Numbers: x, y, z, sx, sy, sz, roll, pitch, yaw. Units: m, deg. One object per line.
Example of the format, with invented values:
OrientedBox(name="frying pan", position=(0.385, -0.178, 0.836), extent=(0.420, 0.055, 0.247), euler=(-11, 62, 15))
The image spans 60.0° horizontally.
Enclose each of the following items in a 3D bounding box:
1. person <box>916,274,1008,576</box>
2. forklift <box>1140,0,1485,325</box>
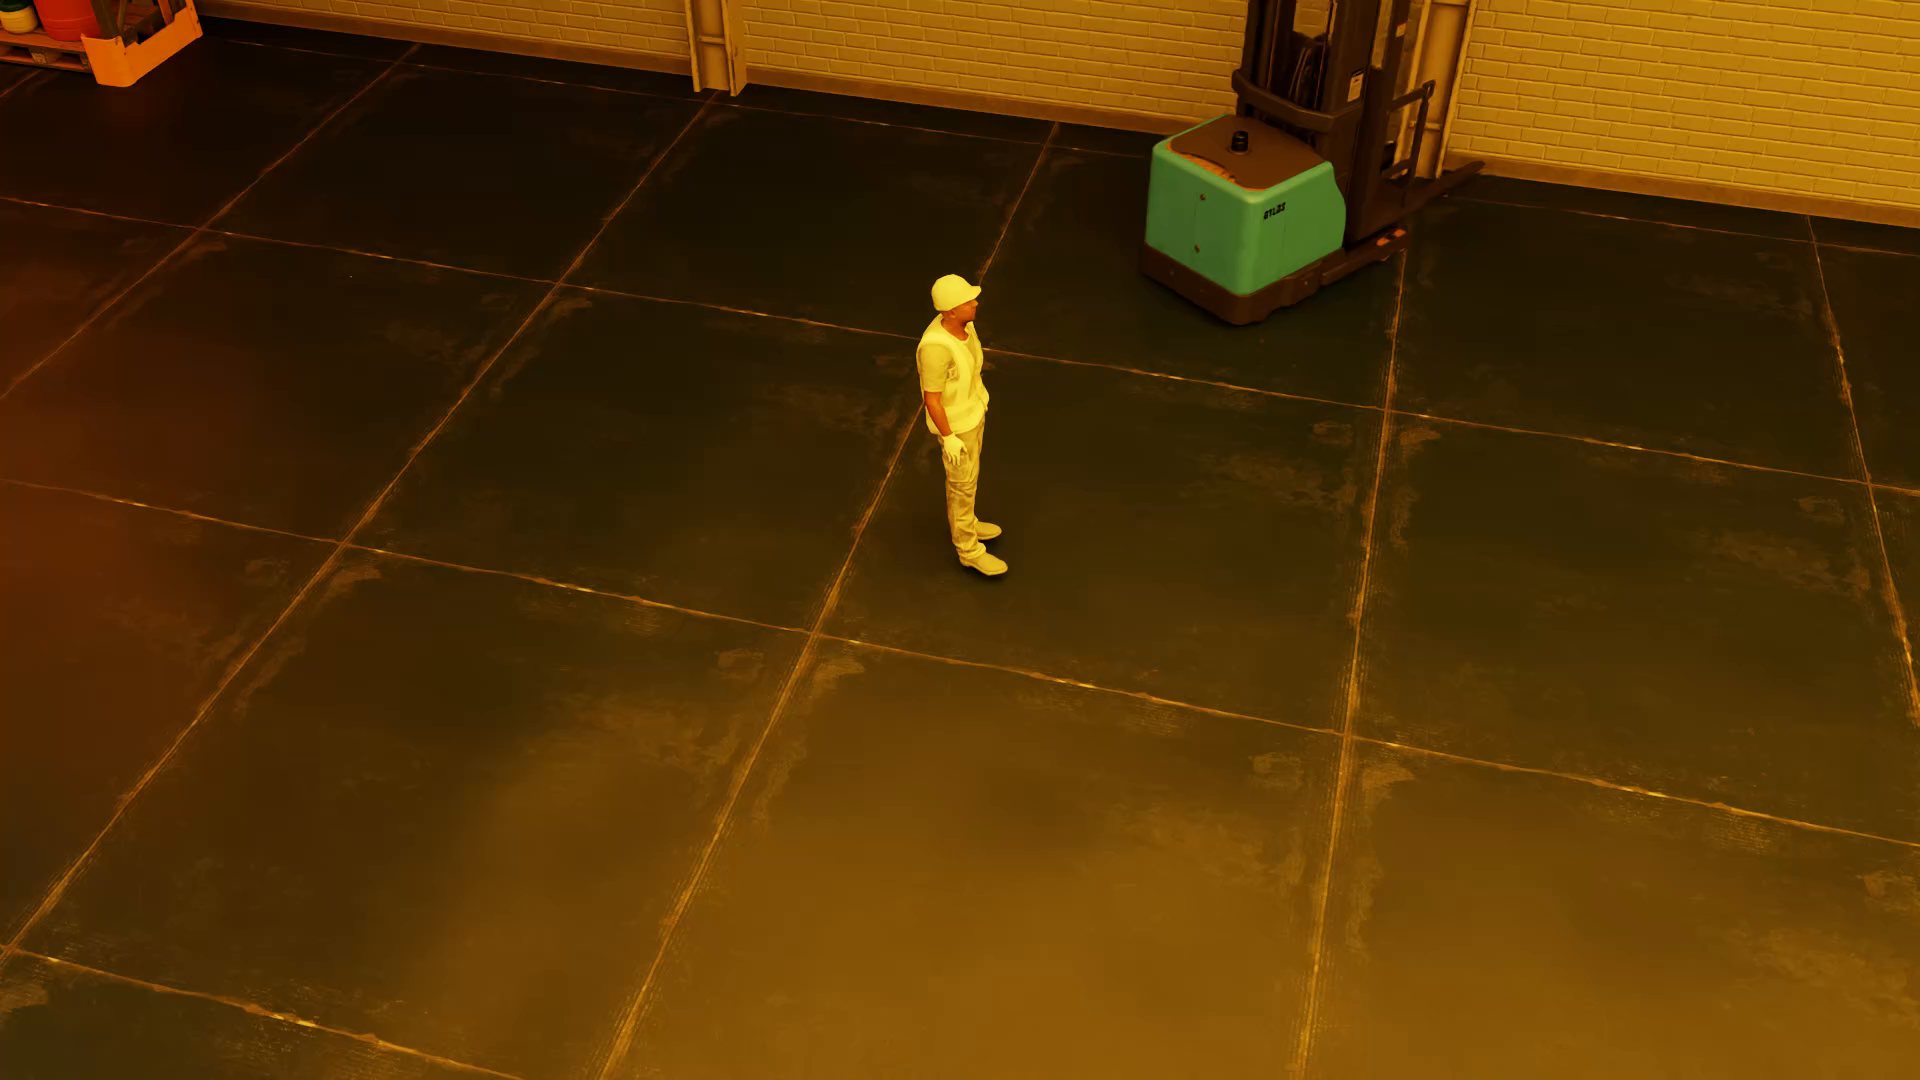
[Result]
OrientedBox(name="person", position=(0.067, -0.688, 9.445), extent=(0.577, 1.781, 0.656), euler=(10, 42, 11))
OrientedBox(name="forklift", position=(2.779, -3.437, 11.782), extent=(3.031, 2.935, 1.130), euler=(-29, 49, -29))
